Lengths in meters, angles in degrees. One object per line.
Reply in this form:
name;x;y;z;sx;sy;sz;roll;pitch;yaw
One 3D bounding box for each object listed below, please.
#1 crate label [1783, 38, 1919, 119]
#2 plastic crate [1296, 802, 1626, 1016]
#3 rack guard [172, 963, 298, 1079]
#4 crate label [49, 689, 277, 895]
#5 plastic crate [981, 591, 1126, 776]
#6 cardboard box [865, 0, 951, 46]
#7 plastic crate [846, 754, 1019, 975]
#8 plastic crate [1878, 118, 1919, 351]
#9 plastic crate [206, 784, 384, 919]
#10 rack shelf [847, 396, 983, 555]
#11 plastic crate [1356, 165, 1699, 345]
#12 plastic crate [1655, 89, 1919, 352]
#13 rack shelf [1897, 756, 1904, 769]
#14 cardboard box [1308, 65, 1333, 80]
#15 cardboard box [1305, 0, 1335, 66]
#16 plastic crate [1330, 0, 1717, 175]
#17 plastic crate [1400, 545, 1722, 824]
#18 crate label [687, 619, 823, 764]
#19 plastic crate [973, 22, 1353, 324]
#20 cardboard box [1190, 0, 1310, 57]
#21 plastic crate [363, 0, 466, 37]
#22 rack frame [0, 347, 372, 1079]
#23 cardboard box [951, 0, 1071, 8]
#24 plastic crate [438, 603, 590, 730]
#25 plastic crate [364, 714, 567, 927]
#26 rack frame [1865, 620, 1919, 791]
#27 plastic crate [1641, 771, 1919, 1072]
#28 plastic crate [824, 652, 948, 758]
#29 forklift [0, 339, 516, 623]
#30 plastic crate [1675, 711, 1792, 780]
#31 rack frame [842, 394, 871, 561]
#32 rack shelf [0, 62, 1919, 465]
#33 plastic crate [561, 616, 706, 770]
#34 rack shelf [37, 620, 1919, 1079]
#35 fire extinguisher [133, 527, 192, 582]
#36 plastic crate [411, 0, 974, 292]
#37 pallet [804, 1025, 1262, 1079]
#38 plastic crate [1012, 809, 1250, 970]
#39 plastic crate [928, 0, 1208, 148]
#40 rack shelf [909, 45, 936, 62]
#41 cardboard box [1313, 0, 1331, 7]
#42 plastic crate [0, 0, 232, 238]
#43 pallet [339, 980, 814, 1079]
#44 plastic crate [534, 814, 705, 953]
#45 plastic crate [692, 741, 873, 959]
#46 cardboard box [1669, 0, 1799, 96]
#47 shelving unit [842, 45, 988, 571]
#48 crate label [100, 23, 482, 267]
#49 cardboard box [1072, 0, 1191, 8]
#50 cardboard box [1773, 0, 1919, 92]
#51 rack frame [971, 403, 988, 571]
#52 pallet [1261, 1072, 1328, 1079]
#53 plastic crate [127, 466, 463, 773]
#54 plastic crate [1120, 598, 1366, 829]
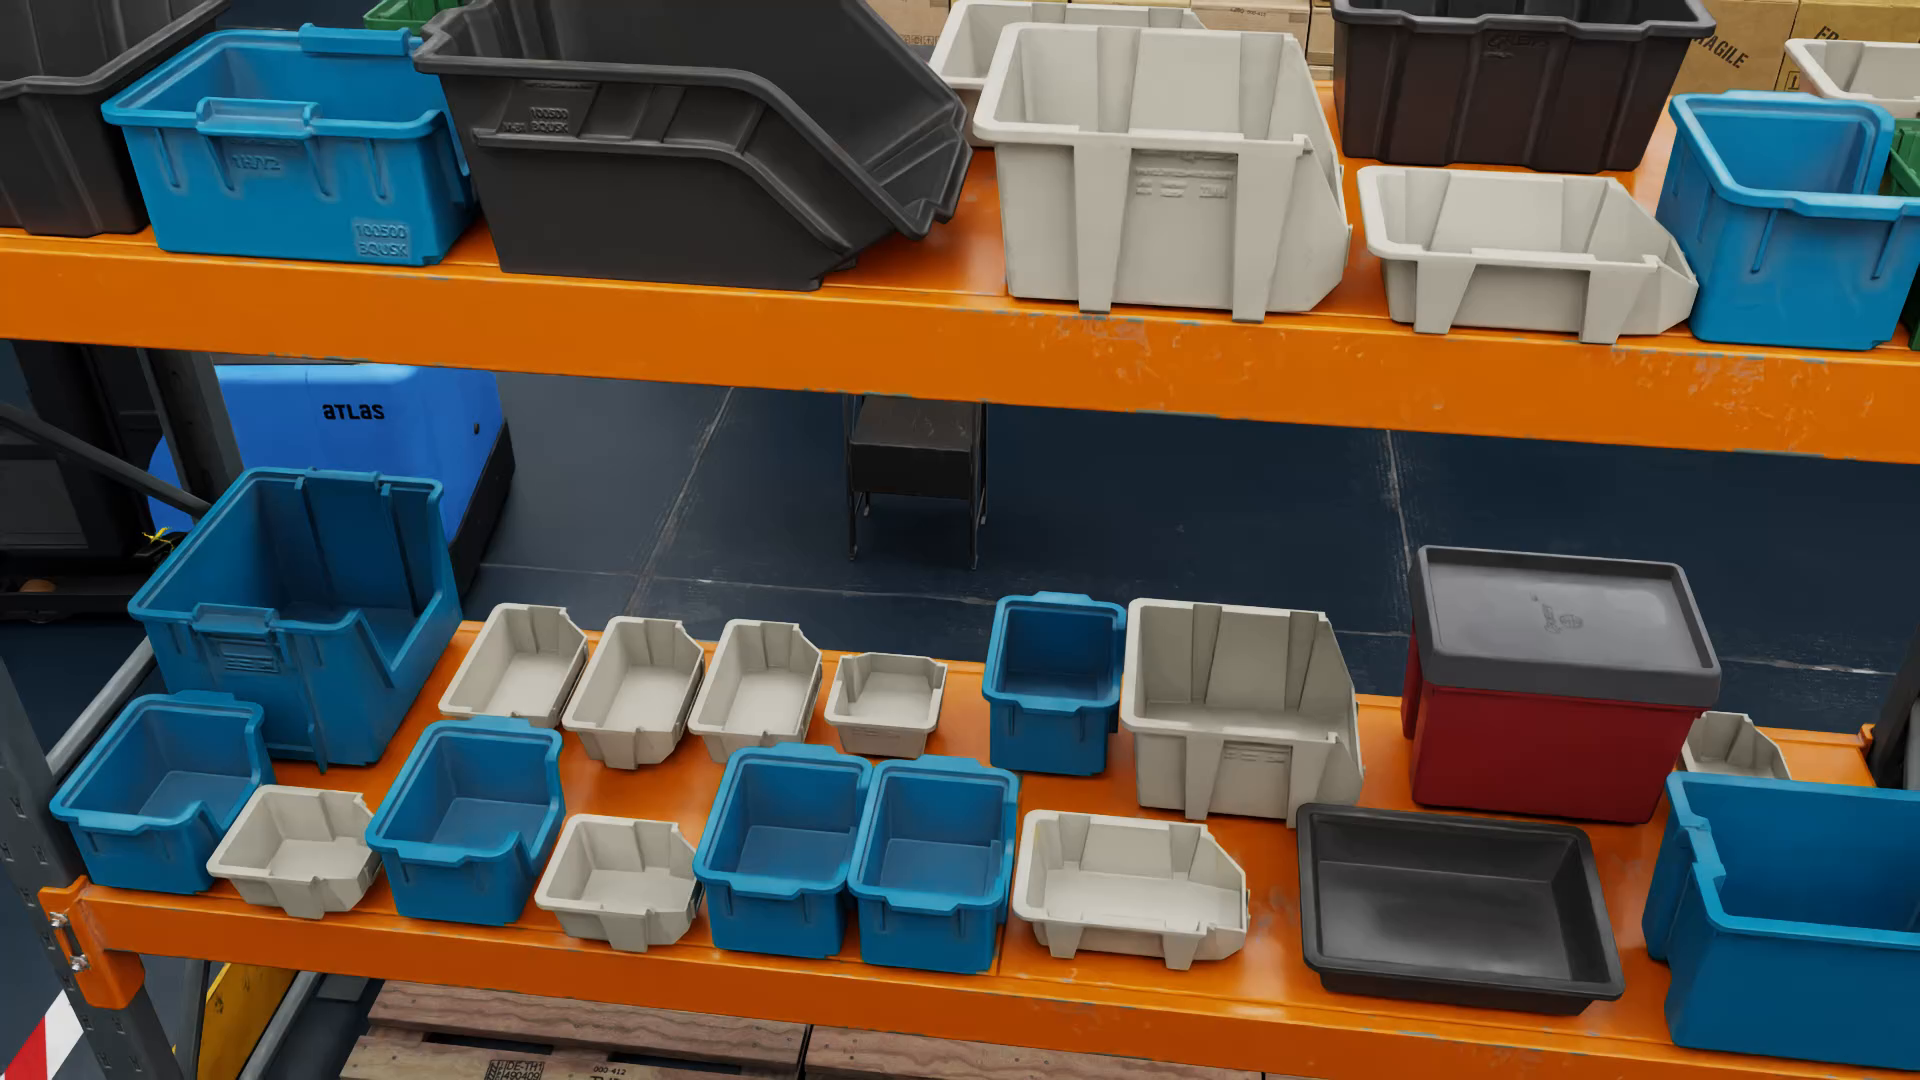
crate label;1.664;-0.731;2.837;0.466;0.136;0.293;4;36;6
plastic crate;0.969;0.745;3.309;0.590;0.125;0.437;4;36;6
rack guard;-1.880;1.313;4.480;0.348;0.500;1.175;4;36;6
crate label;-1.651;0.541;3.502;0.303;0.233;0.416;4;36;6
plastic crate;0.215;0.337;3.787;0.300;0.233;0.416;4;36;6
cardboard box;-0.265;-2.399;7.402;0.500;0.250;0.500;4;36;5
plastic crate;-0.048;0.661;3.334;0.300;0.233;0.416;4;36;6
plastic crate;1.654;-0.406;2.338;0.662;0.188;0.450;4;36;6
plastic crate;-1.344;0.652;3.430;0.298;0.136;0.250;4;36;6
rack shelf;-0.164;-0.286;6.572;0.480;0.518;0.431;4;36;6
plastic crate;0.803;-0.403;2.377;0.466;0.136;0.293;4;36;6
plastic crate;1.169;-0.451;2.361;0.300;0.233;0.416;4;36;6
rack shelf;4.097;1.026;3.349;4.000;0.370;1.077;4;36;6
cardboard box;1.635;-2.057;7.266;0.250;0.149;0.380;5;36;7
cardboard box;1.759;-2.247;7.189;0.500;0.250;0.500;5;36;7
plastic crate;0.916;-0.832;2.864;0.590;0.269;0.497;4;36;6
plastic crate;1.259;0.324;3.607;0.583;0.464;0.402;4;36;6
crate label;-0.458;0.365;3.832;0.243;0.136;0.396;4;36;6
plastic crate;0.305;-0.541;2.446;0.530;0.282;0.437;4;36;6
cardboard box;1.253;-2.284;7.242;0.500;0.250;0.500;5;36;7
plastic crate;-0.840;-0.937;3.081;0.336;0.188;0.450;4;36;6
rack frame;-1.854;0.290;3.762;0.127;3.000;1.000;4;36;6
cardboard box;0.232;-2.359;7.347;0.500;0.250;0.500;3;36;4
plastic crate;-1.023;0.328;3.883;0.243;0.136;0.396;4;36;6
plastic crate;-0.999;0.590;3.434;0.300;0.233;0.416;4;36;6
rack frame;2.113;0.584;3.350;0.053;2.616;0.949;4;36;6
plastic crate;1.606;0.730;3.108;0.575;0.384;0.392;4;36;6
plastic crate;-0.162;0.376;3.816;0.250;0.136;0.298;4;36;6
forklift;-3.397;-1.186;5.889;3.031;2.935;1.130;0;36;0
plastic crate;1.670;0.552;3.570;0.243;0.136;0.396;4;36;6
rack frame;-0.406;-0.885;6.183;0.015;2.100;0.400;4;36;6
rack shelf;0.129;-0.491;2.892;4.000;0.370;1.077;4;36;6
plastic crate;-0.737;0.358;3.841;0.243;0.136;0.396;4;36;6
rack shelf;0.129;0.730;3.764;4.000;0.370;1.077;4;36;6
fire extinguisher;-1.946;0.200;4.276;0.183;0.674;0.296;4;36;6
plastic crate;-0.374;-0.635;2.529;0.767;0.338;0.504;4;36;6
pallet;0.165;1.600;4.327;1.213;0.211;1.003;4;36;6
plastic crate;0.348;0.713;3.345;0.466;0.136;0.293;4;36;6
plastic crate;0.227;-0.814;2.954;0.530;0.136;0.437;4;36;6
rack shelf;-0.164;-1.426;5.758;0.480;0.518;0.431;4;36;6
cardboard box;1.757;-2.553;6.973;0.500;0.500;0.500;5;36;6
plastic crate;-1.508;-0.689;2.664;0.590;0.269;0.497;4;36;6
pallet;-1.041;1.508;4.455;1.213;0.211;1.003;4;36;6
plastic crate;-0.671;0.702;3.360;0.298;0.136;0.250;4;36;6
plastic crate;-0.346;0.639;3.365;0.300;0.233;0.416;4;36;6
cardboard box;3.168;-2.131;7.068;0.500;0.500;0.500;4;36;6
shelving unit;-0.164;-0.867;6.157;0.503;2.100;0.431;4;36;6
crate label;-0.980;-0.616;2.577;0.502;0.251;0.408;4;36;6
cardboard box;0.751;-2.324;7.297;0.500;0.250;0.500;4;36;5
cardboard box;3.667;-2.094;7.016;0.500;0.500;0.500;4;36;6
rack frame;0.078;-0.849;6.132;0.015;2.100;0.400;4;36;6
pallet;1.379;1.688;4.202;1.213;0.211;1.003;4;36;6
plastic crate;-1.499;0.168;3.851;0.499;0.435;0.616;4;36;6
plastic crate;0.622;0.390;3.672;0.530;0.282;0.437;4;36;6
